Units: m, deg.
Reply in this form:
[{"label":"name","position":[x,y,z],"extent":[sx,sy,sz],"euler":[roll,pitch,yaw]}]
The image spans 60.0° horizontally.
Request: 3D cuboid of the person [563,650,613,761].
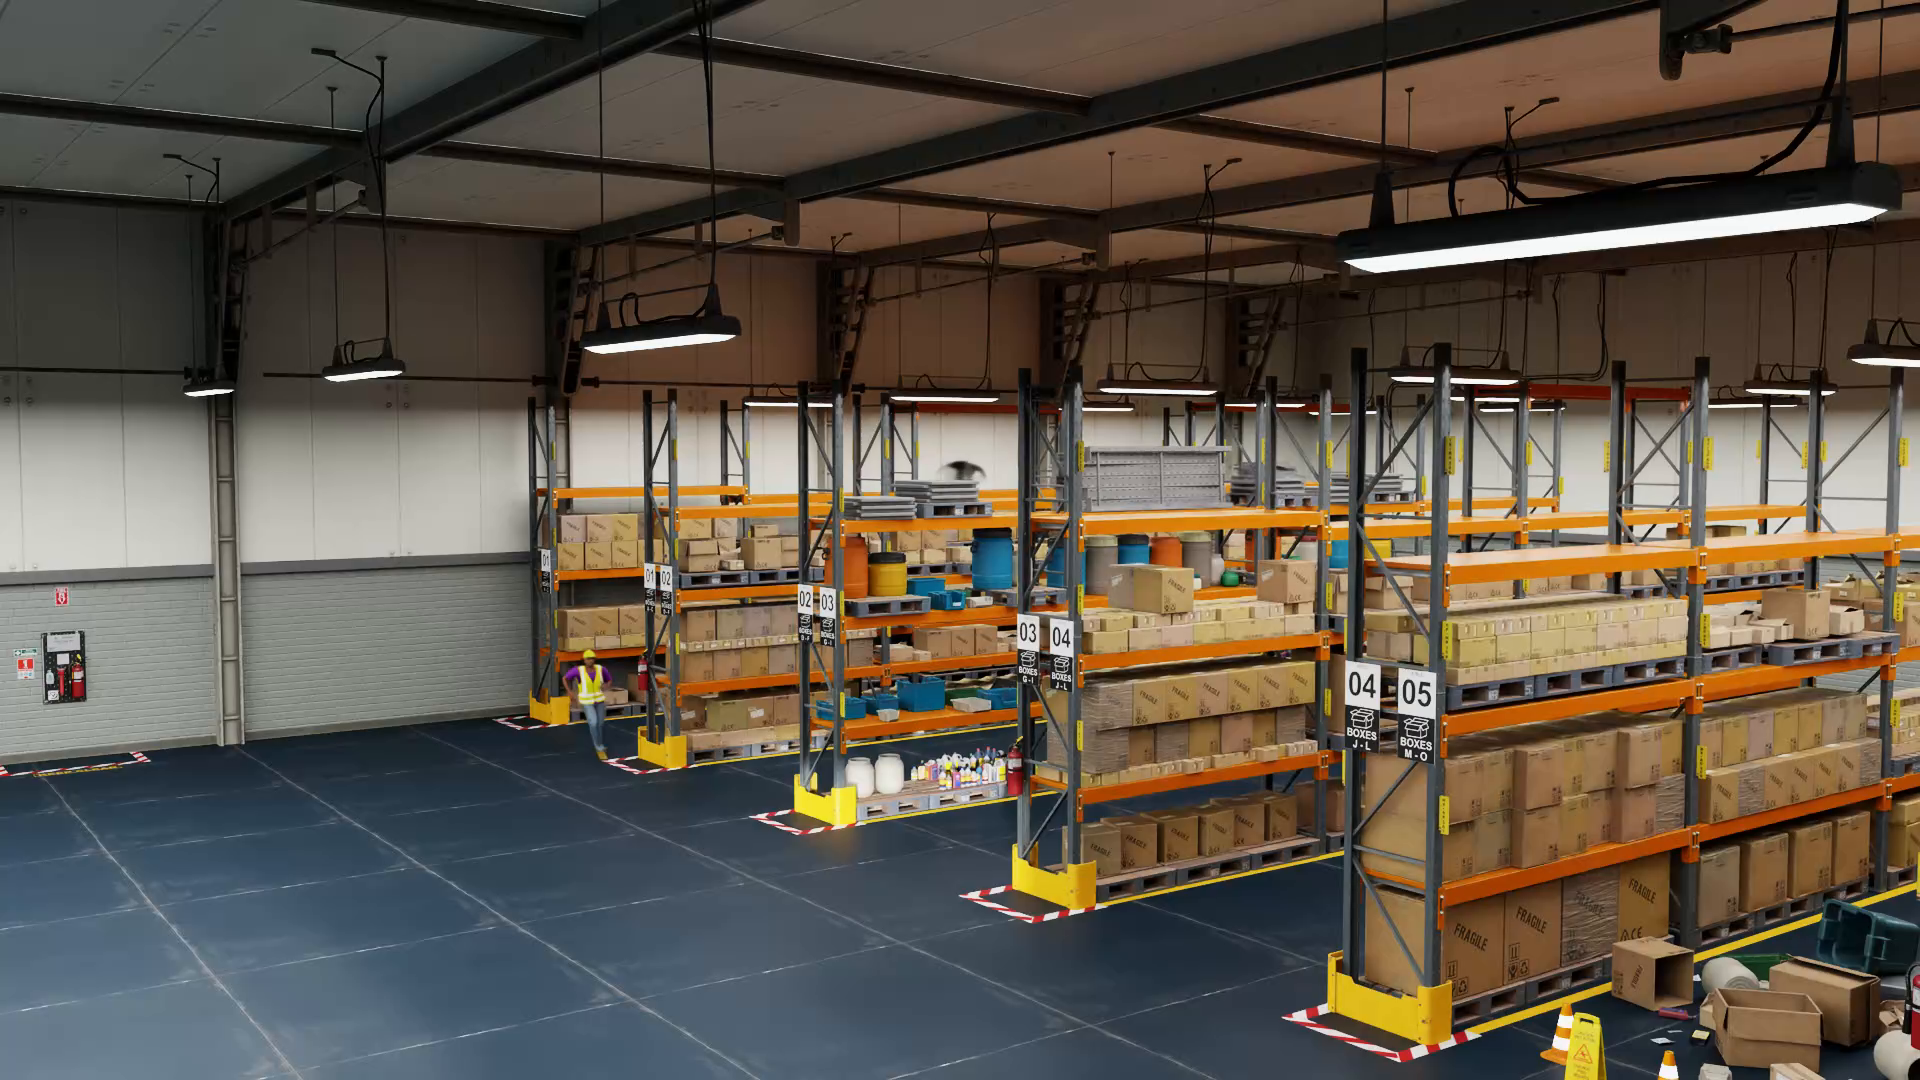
[{"label":"person","position":[-6.031,2.685,27.131],"extent":[0.771,1.810,0.787],"euler":[-2,4,-30]}]
